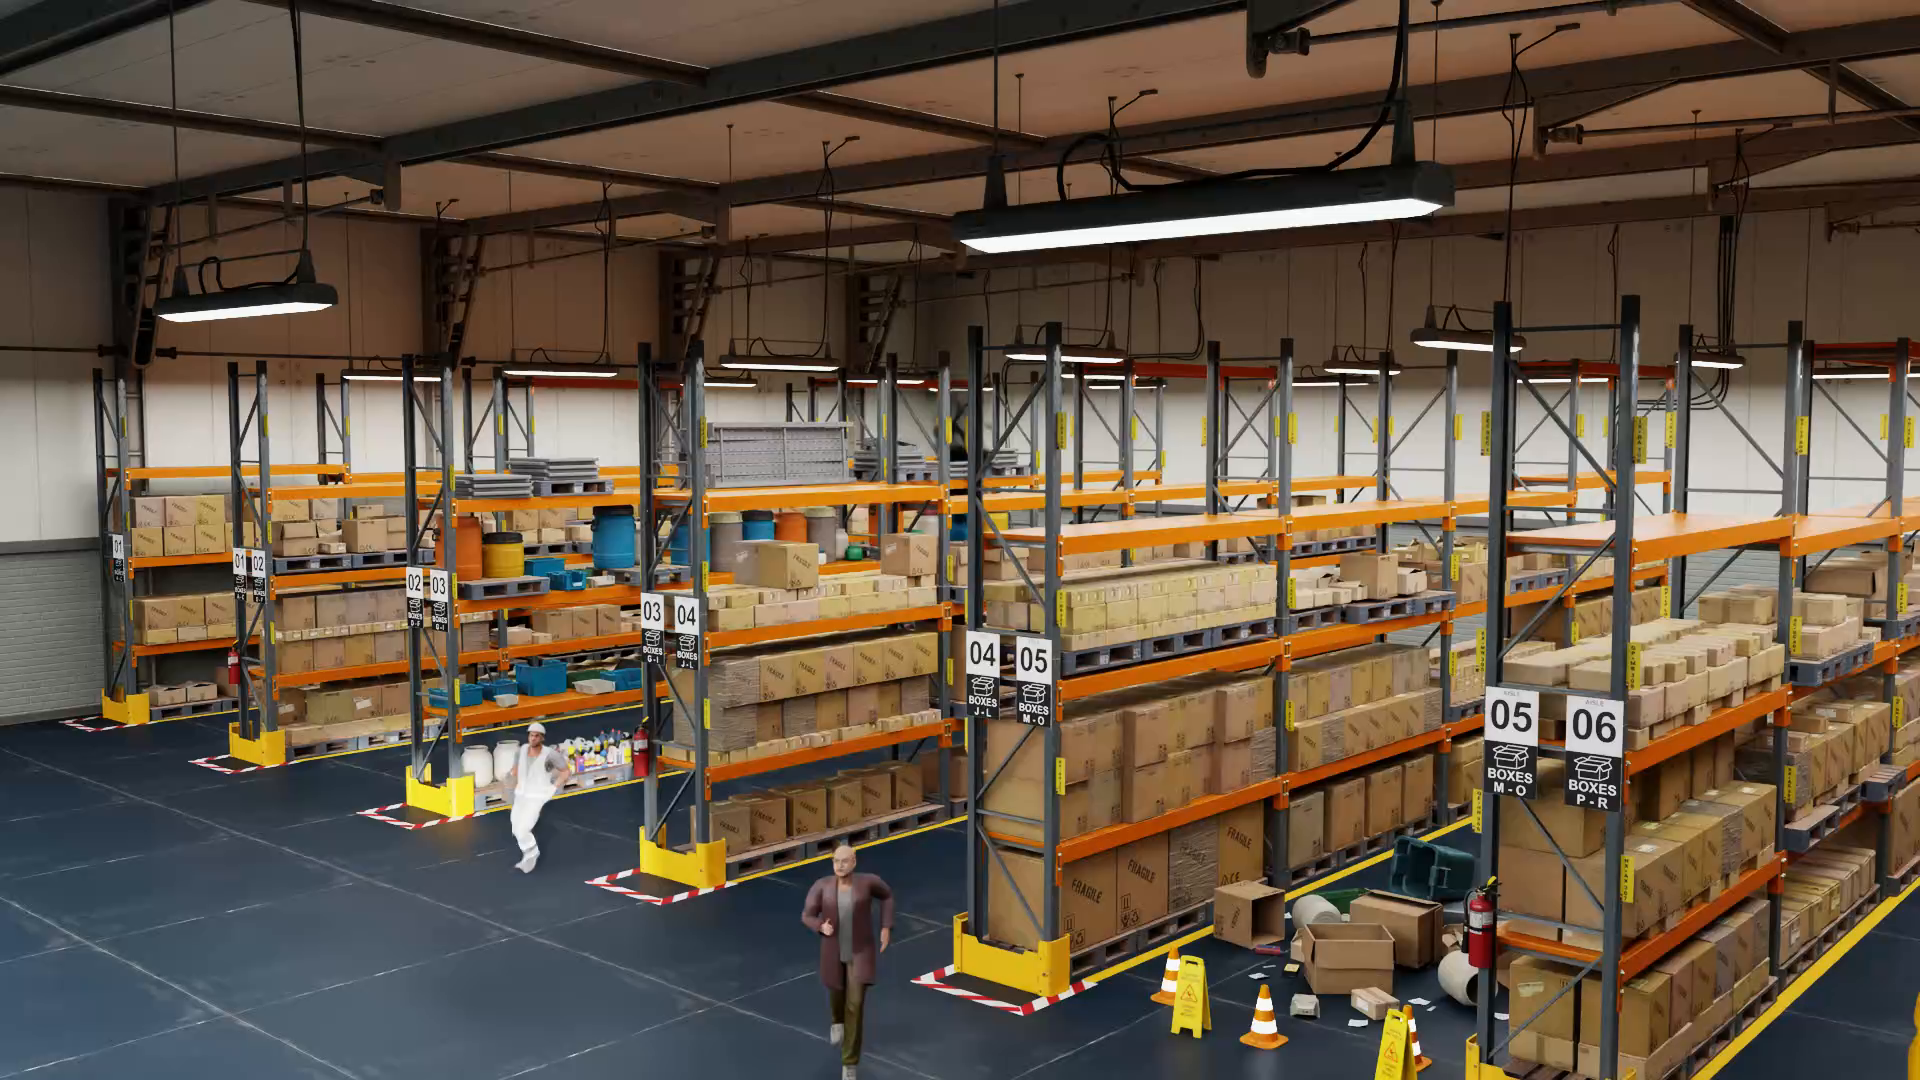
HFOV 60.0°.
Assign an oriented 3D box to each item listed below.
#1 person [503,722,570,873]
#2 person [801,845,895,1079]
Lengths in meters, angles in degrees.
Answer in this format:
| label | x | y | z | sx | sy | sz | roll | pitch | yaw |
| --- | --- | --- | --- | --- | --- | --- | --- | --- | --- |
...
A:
| label | x | y | z | sx | sy | sz | roll | pitch | yaw |
| --- | --- | --- | --- | --- | --- | --- | --- | --- | --- |
| person | -4.833 | 2.917 | 18.756 | 0.662 | 1.730 | 0.608 | 2 | 5 | 25 |
| person | -0.882 | 3.307 | 13.214 | 0.724 | 1.806 | 1.043 | 0 | 4 | 5 |
